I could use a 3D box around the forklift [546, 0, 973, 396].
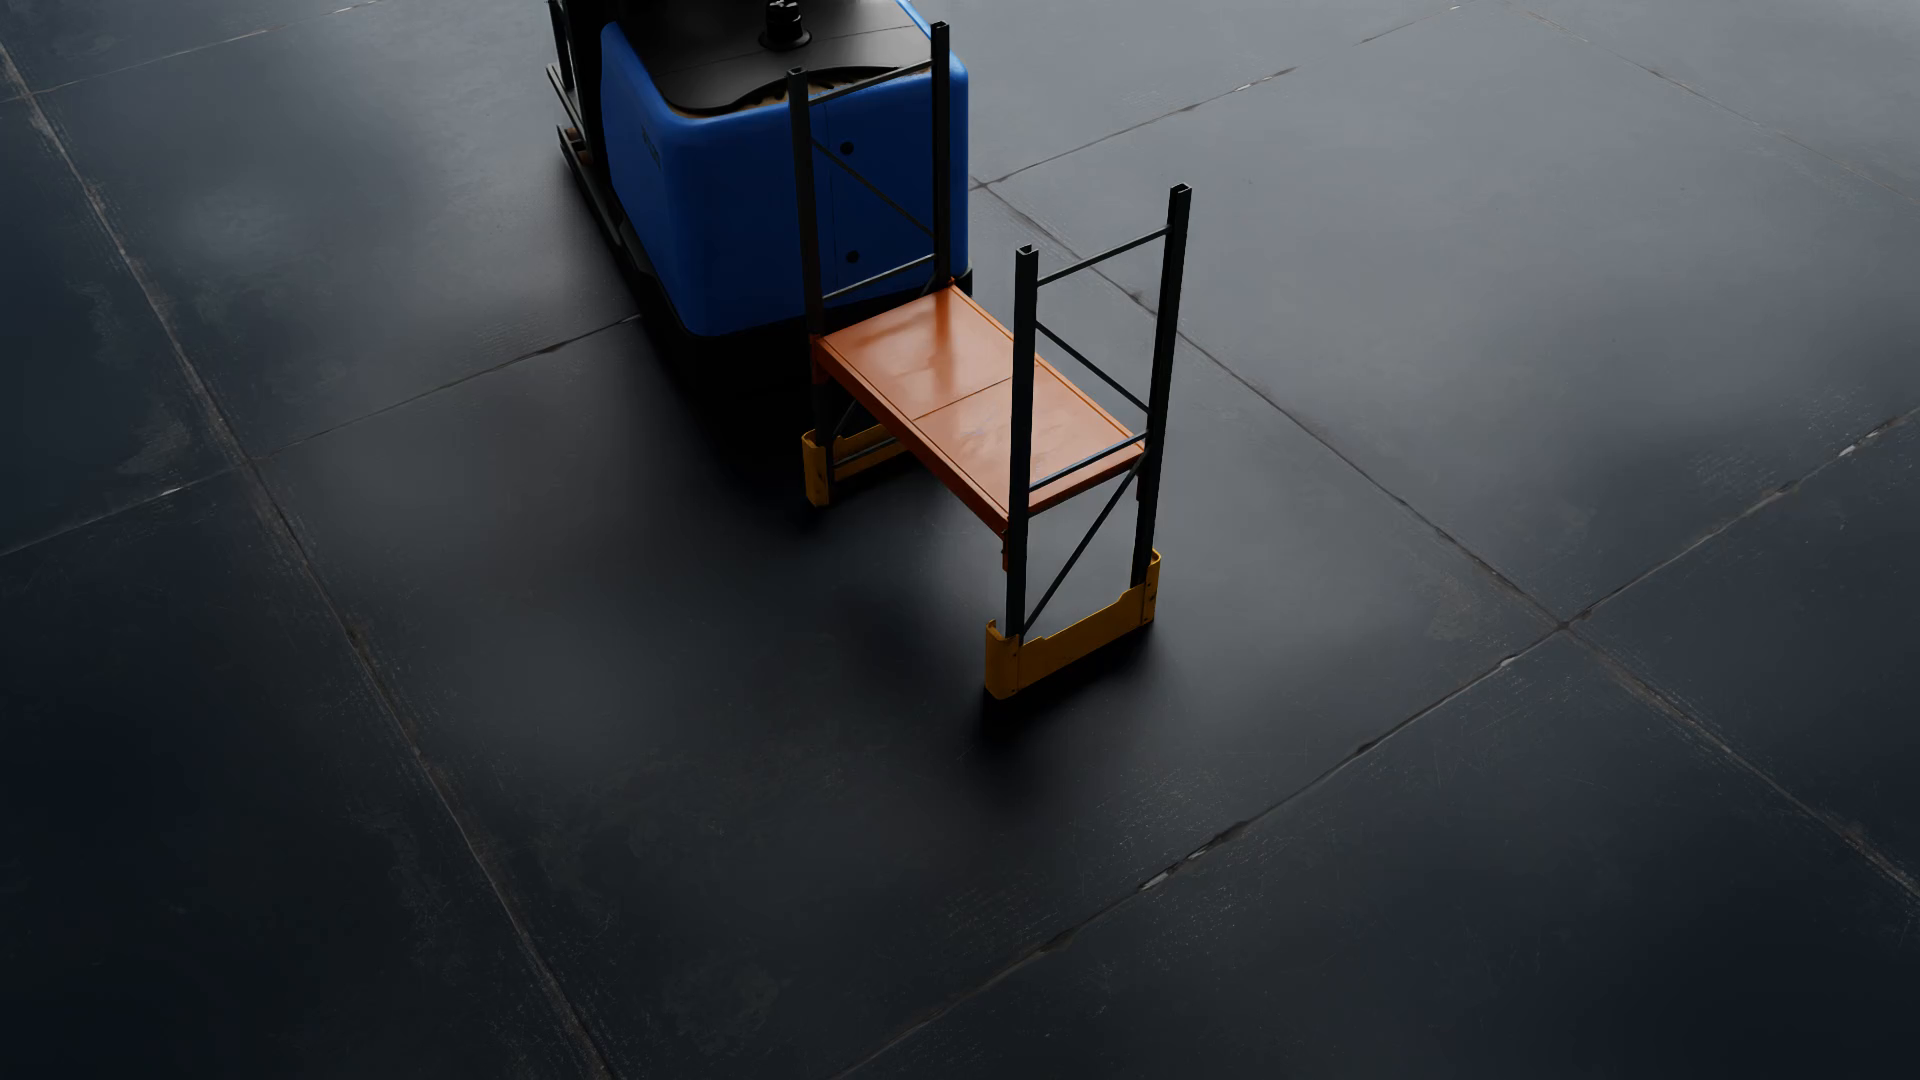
[{"bbox_3d":[-0.999,-2.578,5.827,1.130,2.935,3.031,-16,46,-16],"label":"forklift"}]

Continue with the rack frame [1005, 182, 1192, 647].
[{"bbox_3d":[0.340,-0.206,4.380,0.500,1.500,0.032,-26,49,-24],"label":"rack frame"}]

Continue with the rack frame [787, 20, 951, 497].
[{"bbox_3d":[-0.242,-0.782,4.983,0.500,1.500,0.032,-26,49,-24],"label":"rack frame"}]

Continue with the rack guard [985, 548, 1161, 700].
[{"bbox_3d":[0.329,0.235,4.823,0.587,0.250,0.087,-26,49,-24],"label":"rack guard"}]

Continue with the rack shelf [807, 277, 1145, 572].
[{"bbox_3d":[0.049,-0.364,4.806,0.538,0.185,1.000,-26,49,-24],"label":"rack shelf"}]

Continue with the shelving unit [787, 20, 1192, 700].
[{"bbox_3d":[0.044,-0.499,4.687,0.587,1.500,1.083,-26,49,-24],"label":"shelving unit"}]

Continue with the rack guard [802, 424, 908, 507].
[{"bbox_3d":[-0.241,-0.329,5.414,0.587,0.250,0.087,-26,49,-24],"label":"rack guard"}]
